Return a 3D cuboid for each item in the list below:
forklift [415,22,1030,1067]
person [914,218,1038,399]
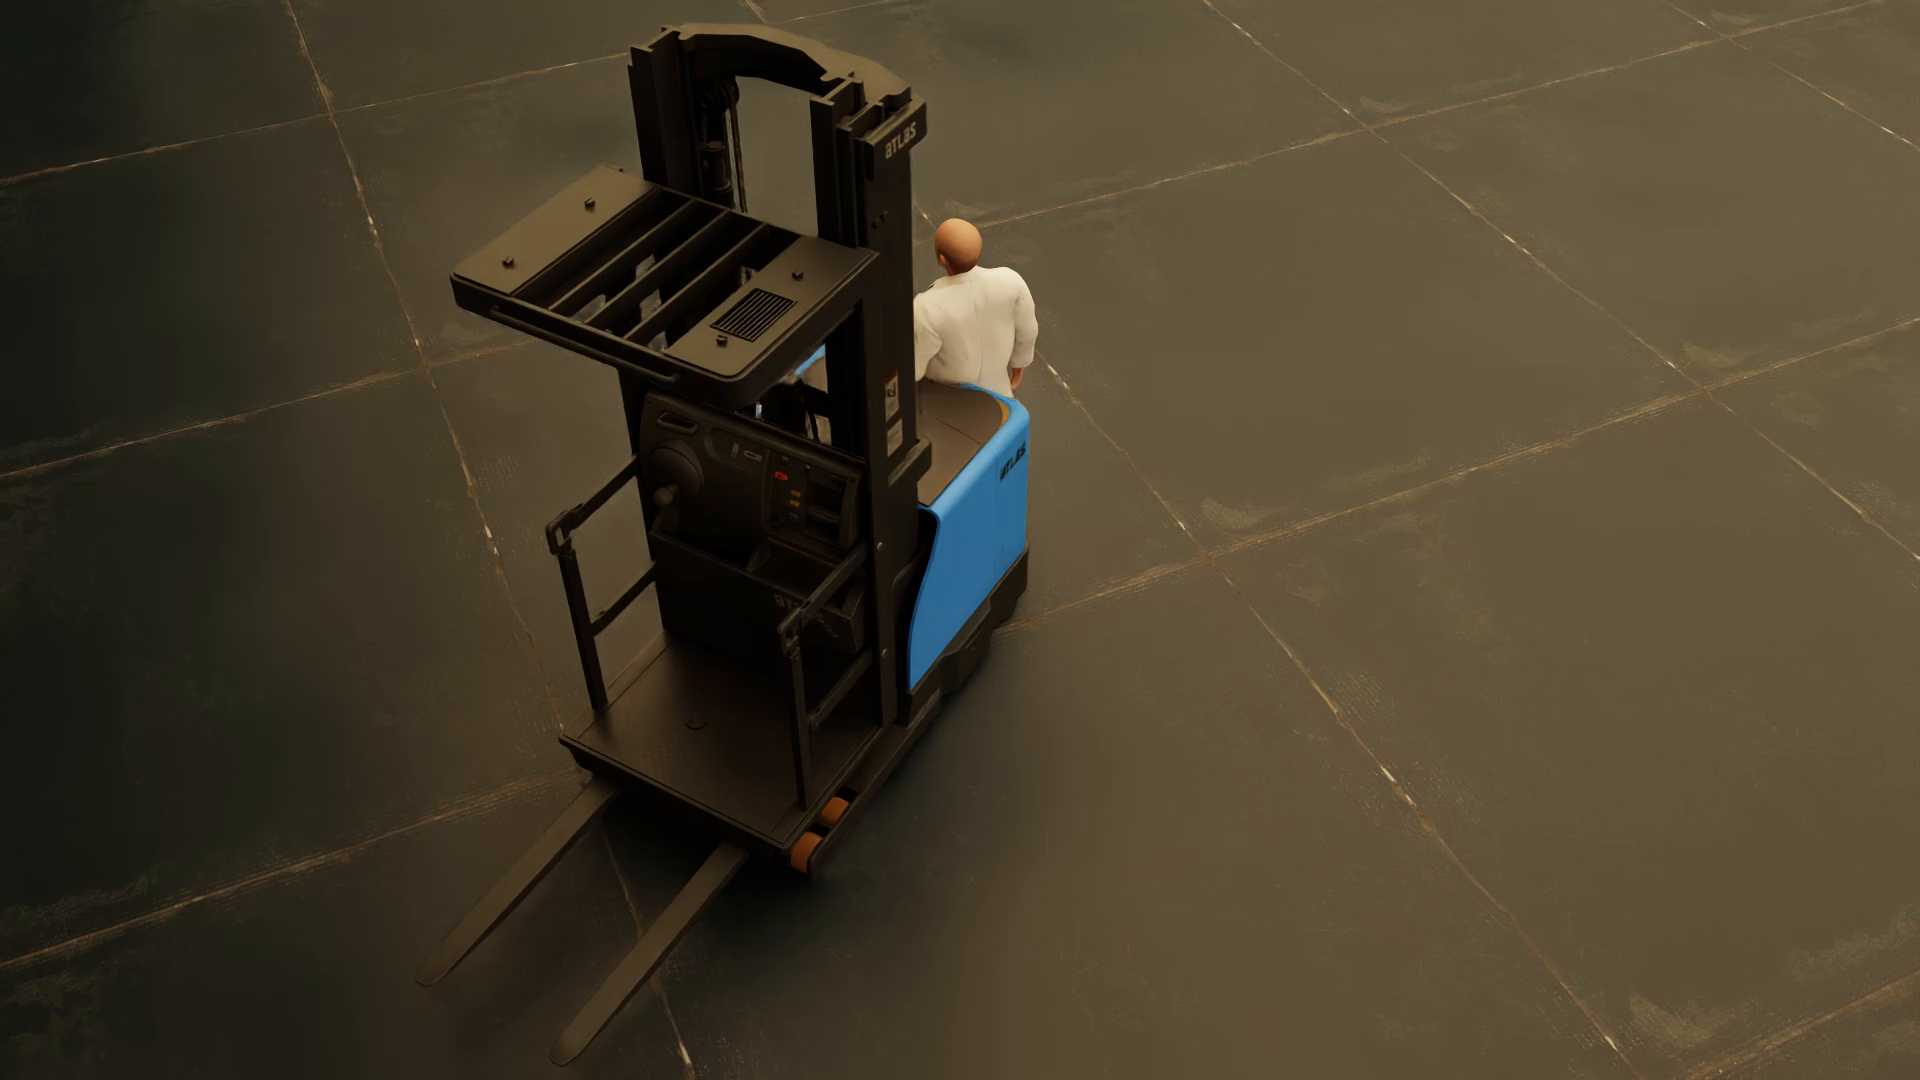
[{"bbox_3d":[-0.869,-0.141,5.831,1.130,2.935,3.031,22,47,22],"label":"forklift"},{"bbox_3d":[-0.033,-0.713,7.278,0.696,1.776,0.581,-18,46,-18],"label":"person"}]
